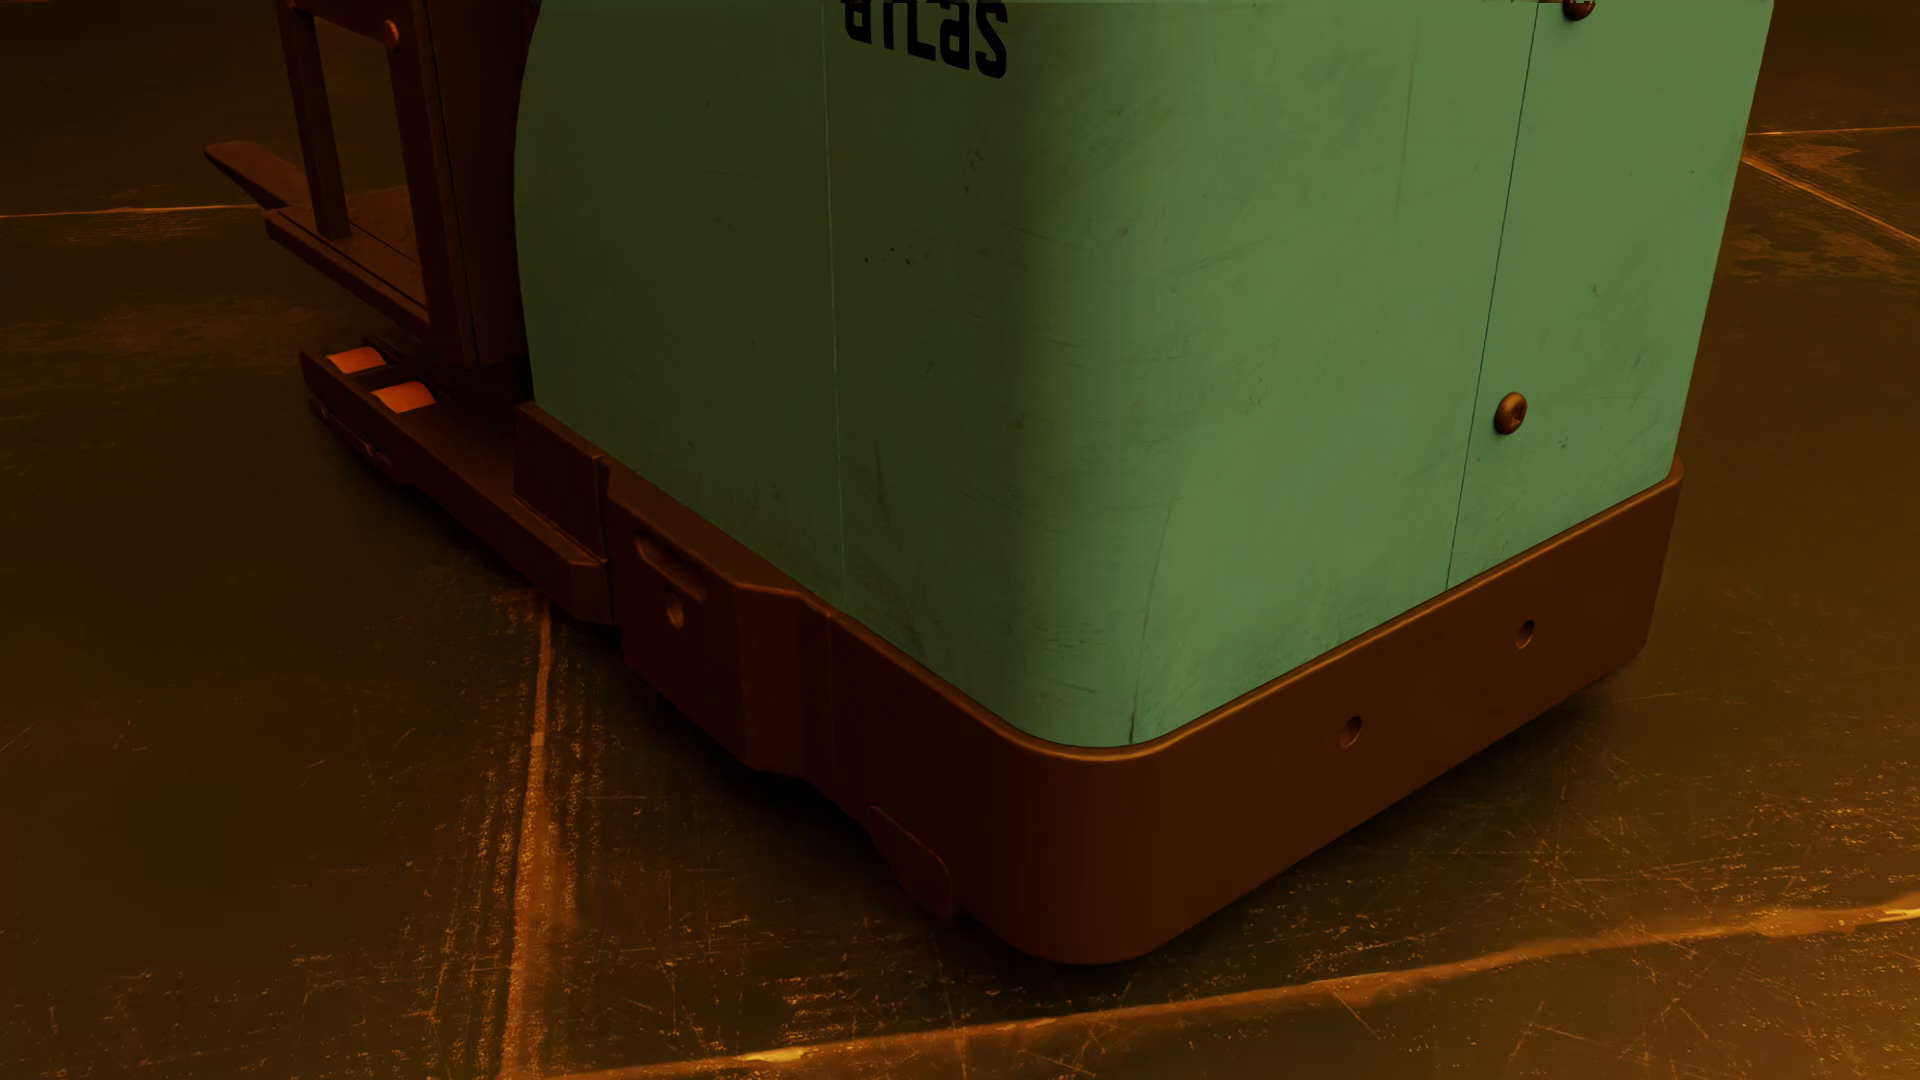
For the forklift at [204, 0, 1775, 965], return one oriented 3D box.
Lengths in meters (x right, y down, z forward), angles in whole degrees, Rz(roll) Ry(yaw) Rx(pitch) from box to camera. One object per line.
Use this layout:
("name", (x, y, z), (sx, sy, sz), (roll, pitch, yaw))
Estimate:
("forklift", (-0.443, -1.511, 2.220), (1.130, 2.935, 3.031), (-21, 34, -34))
